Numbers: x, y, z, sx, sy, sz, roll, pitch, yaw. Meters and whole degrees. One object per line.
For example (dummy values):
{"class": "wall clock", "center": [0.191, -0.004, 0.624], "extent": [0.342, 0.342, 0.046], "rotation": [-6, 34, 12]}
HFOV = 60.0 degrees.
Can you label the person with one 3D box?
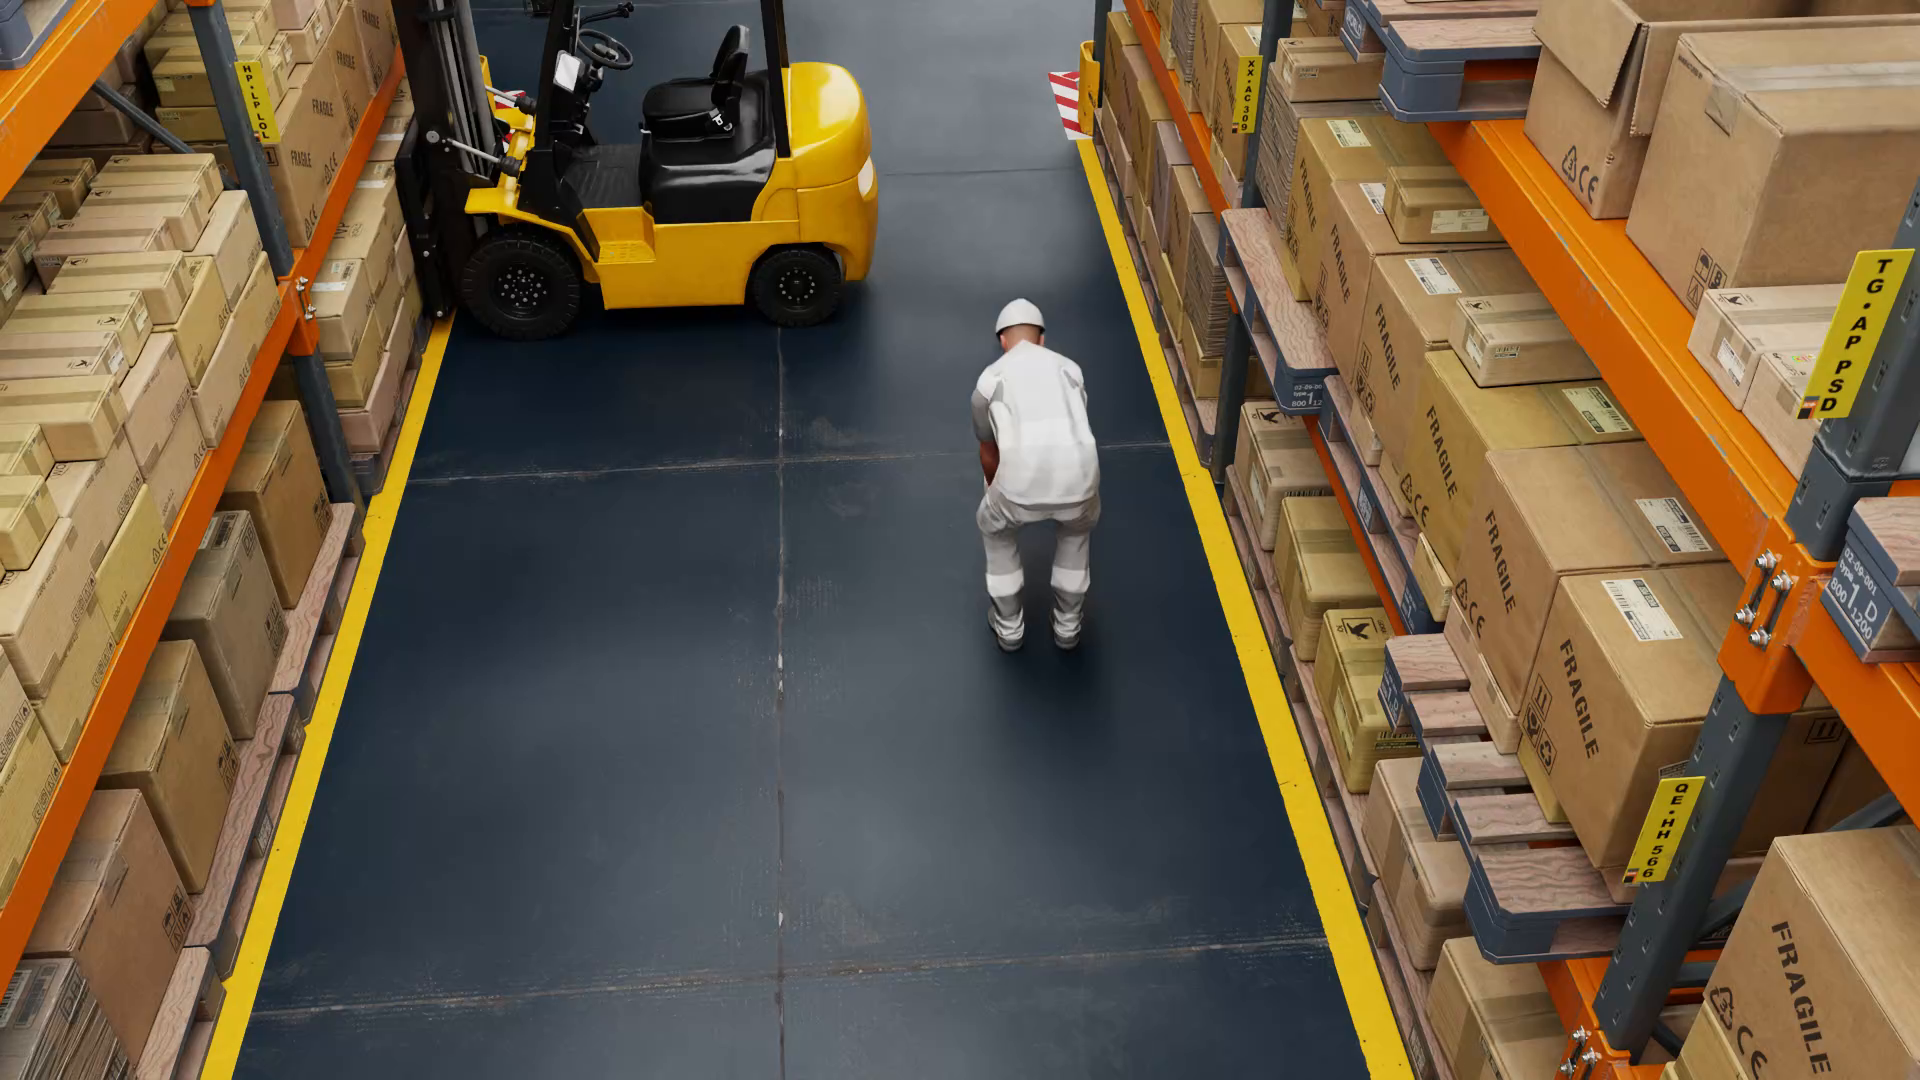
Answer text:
{"class": "person", "center": [10.306, -10.480, 19.582], "extent": [24.410, 1.287, 30.829], "rotation": [-4, 39, -6]}
